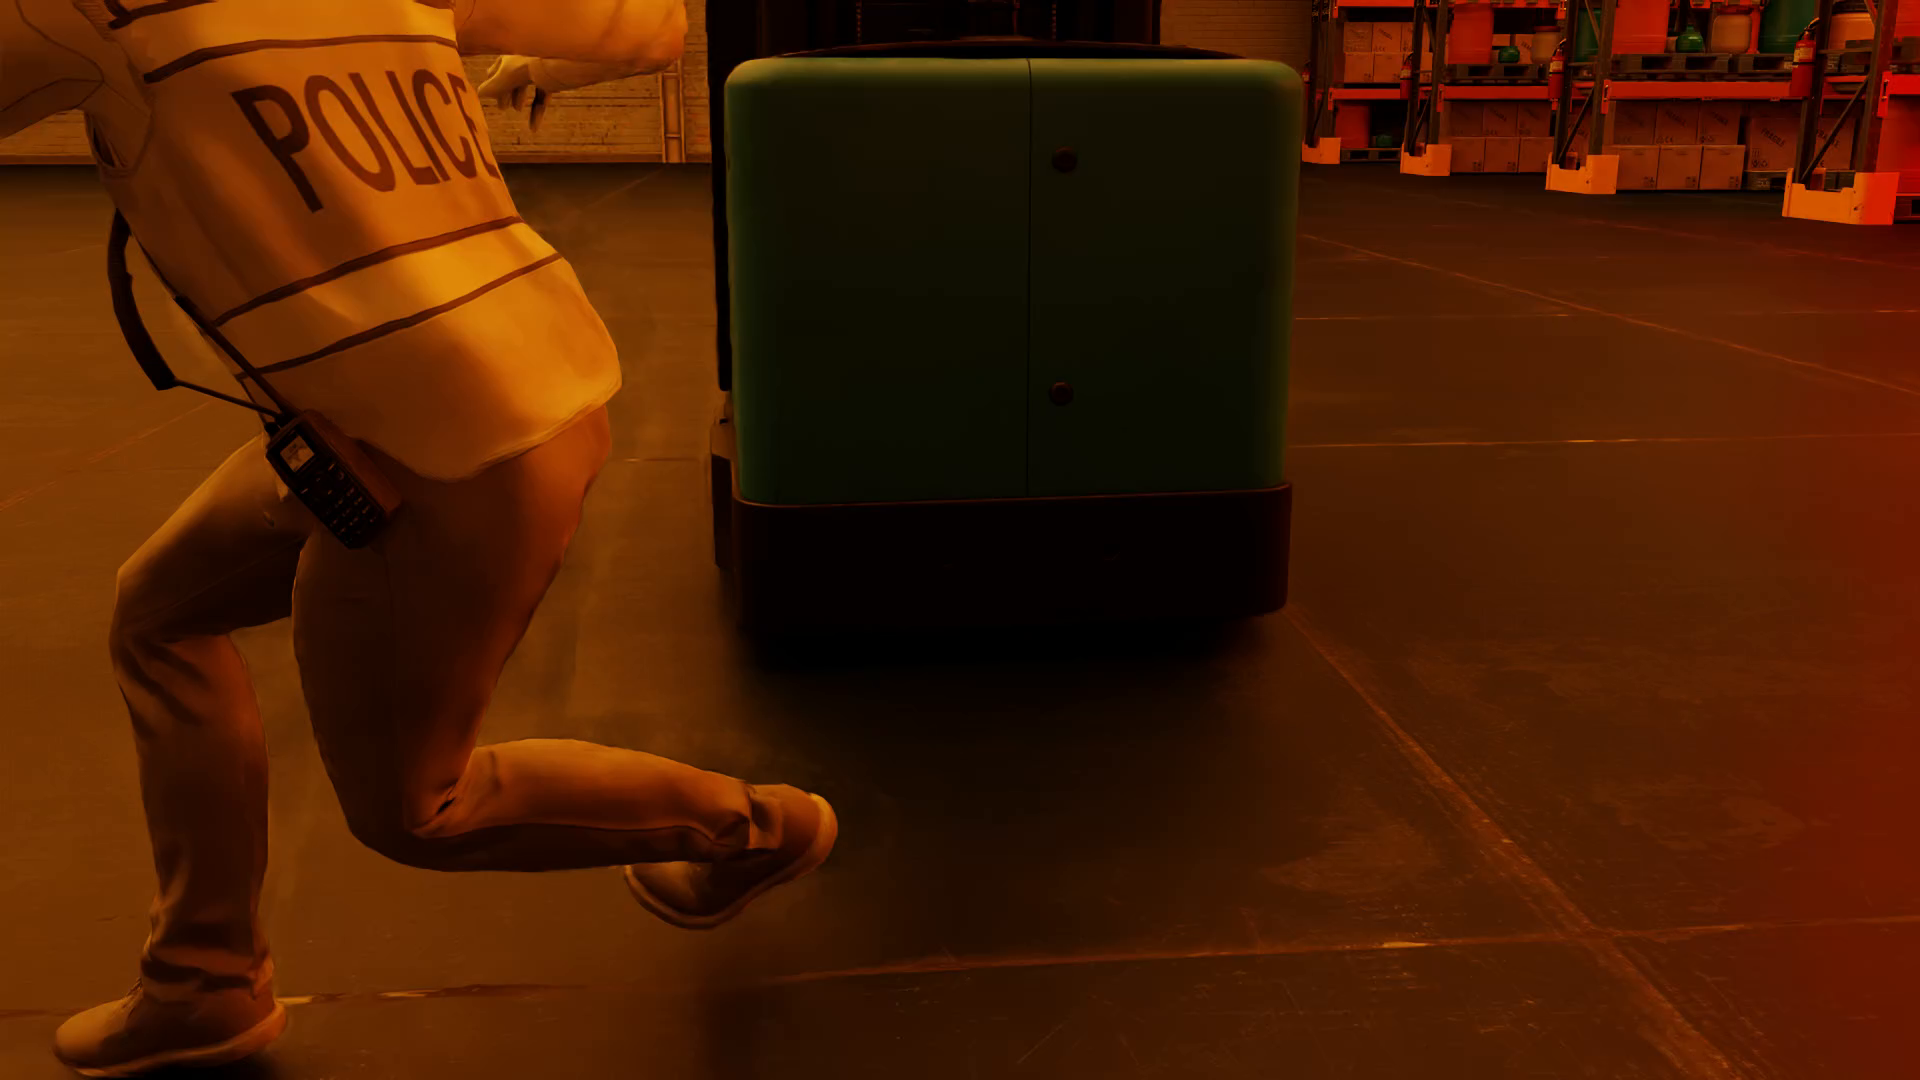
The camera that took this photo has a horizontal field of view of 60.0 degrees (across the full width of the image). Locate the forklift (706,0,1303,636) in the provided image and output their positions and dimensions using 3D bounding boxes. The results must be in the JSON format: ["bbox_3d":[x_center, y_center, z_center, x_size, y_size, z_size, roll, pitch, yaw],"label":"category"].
[{"bbox_3d":[-0.097,-1.571,4.147,1.130,2.935,3.031,-2,15,-8],"label":"forklift"}]

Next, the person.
[{"bbox_3d":[-0.694,-0.159,1.798,1.067,1.440,0.799,3,15,12],"label":"person"}]
